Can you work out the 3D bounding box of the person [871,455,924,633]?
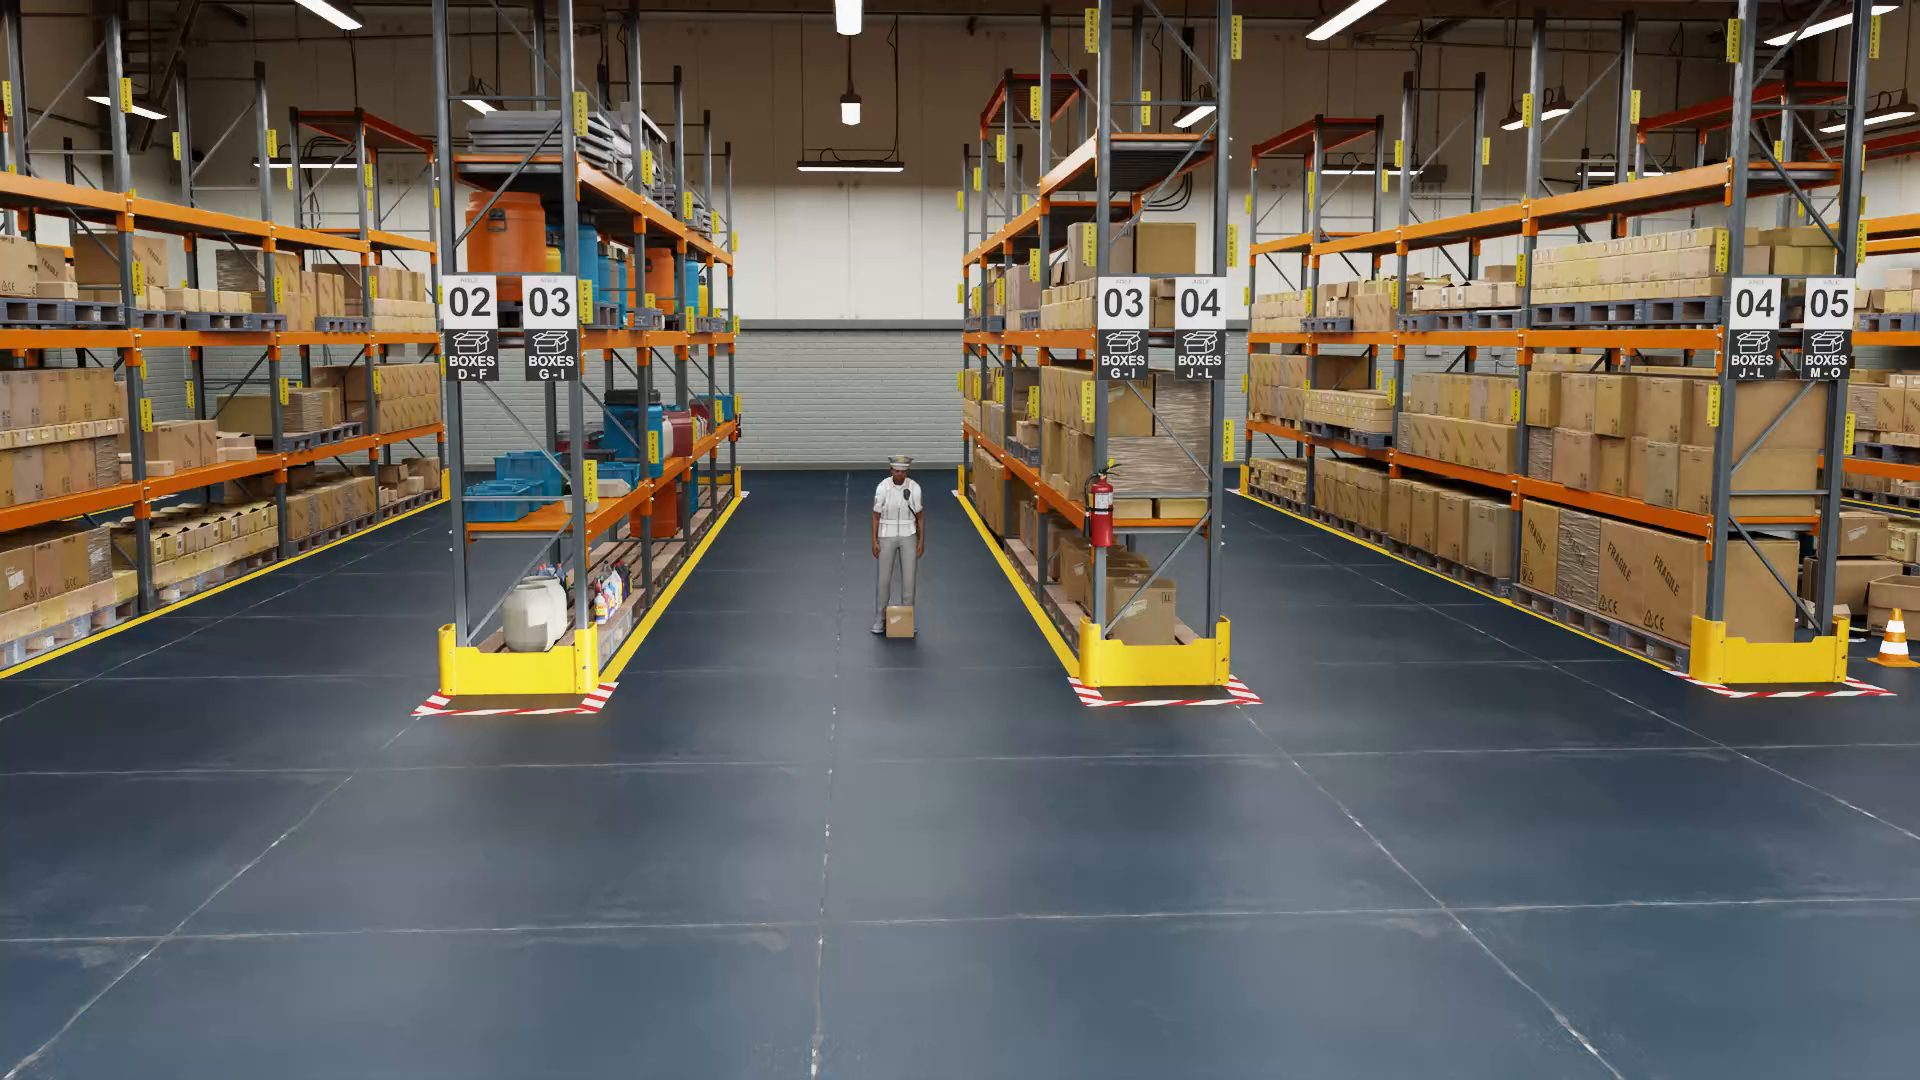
[{"bbox_3d":[-0.584,0.028,15.520,0.507,1.659,0.415,0,7,-4],"label":"person"}]
